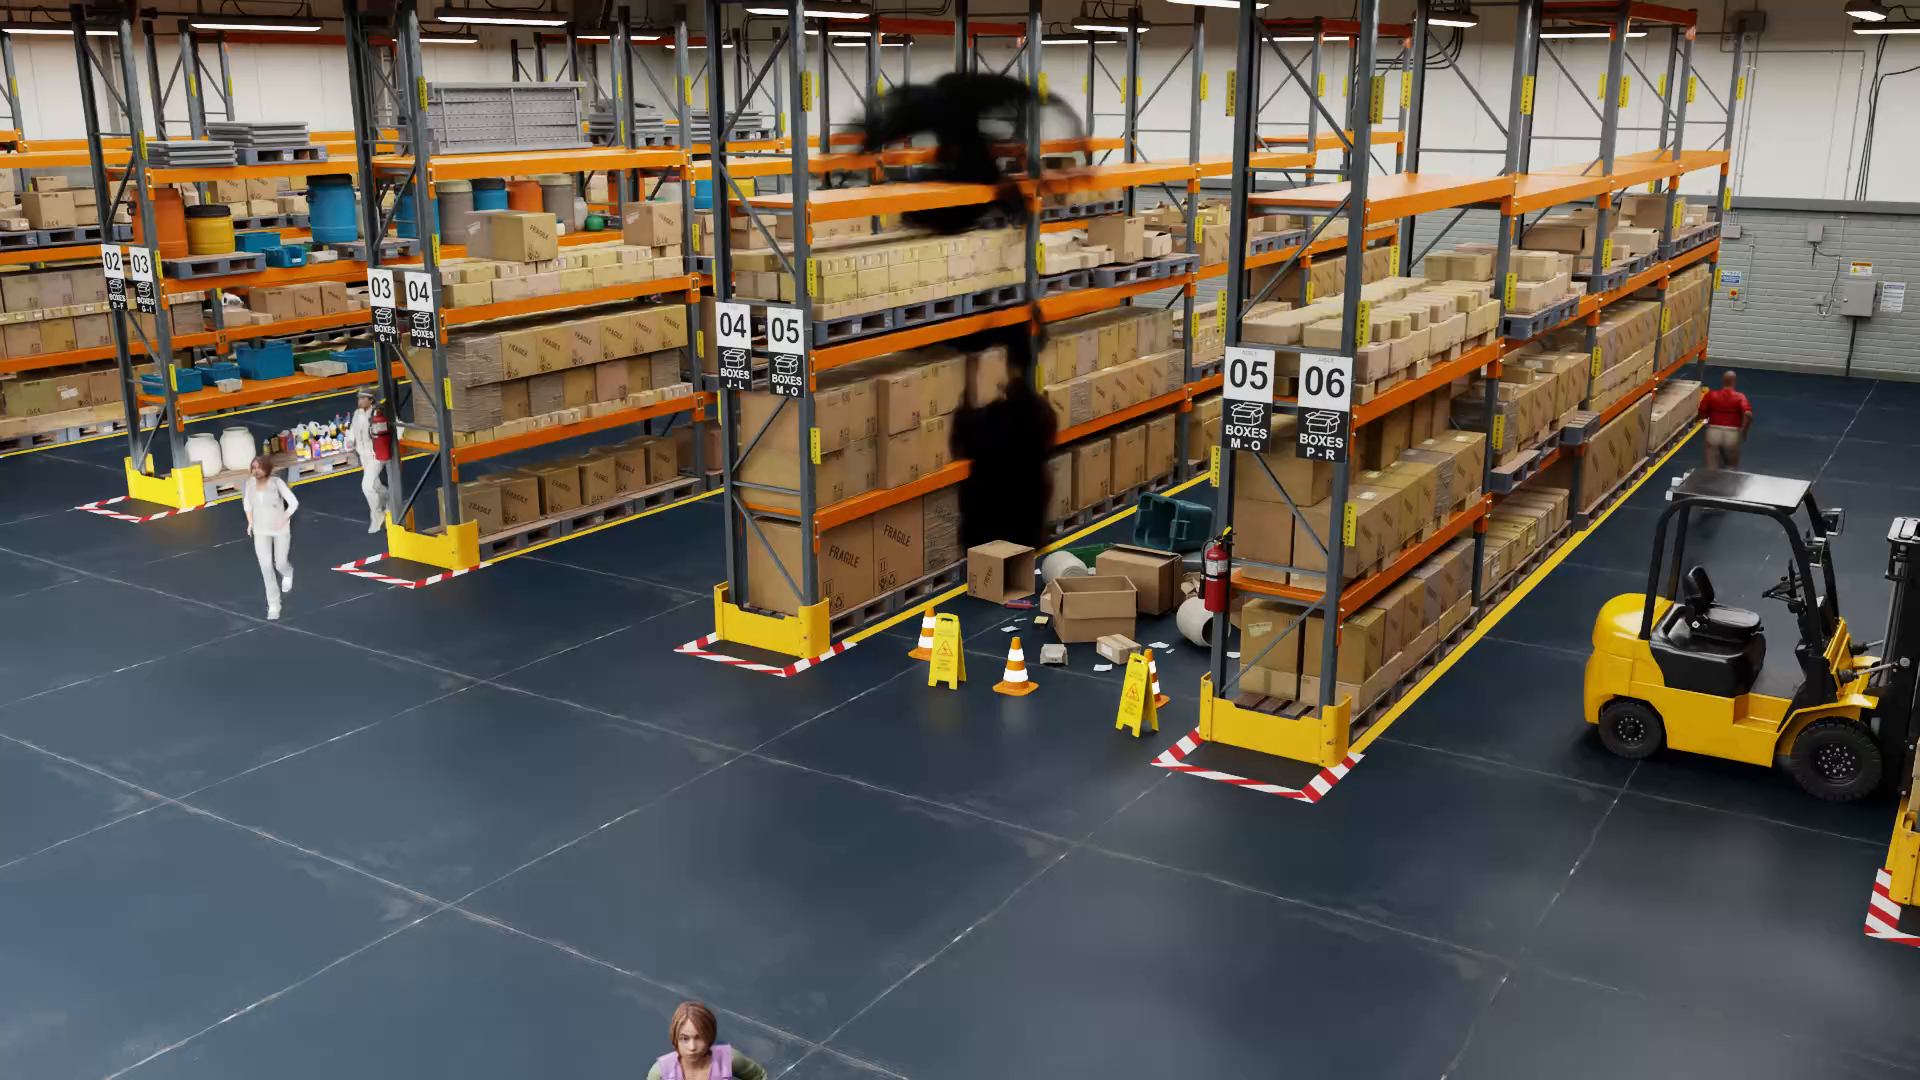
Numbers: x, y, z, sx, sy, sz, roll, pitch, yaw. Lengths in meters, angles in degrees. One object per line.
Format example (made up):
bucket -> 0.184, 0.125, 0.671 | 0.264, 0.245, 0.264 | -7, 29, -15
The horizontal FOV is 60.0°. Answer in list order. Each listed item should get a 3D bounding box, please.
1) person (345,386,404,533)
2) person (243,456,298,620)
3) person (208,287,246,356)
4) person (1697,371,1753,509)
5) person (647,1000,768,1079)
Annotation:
person -> -6.889, -0.957, 19.565 | 0.640, 1.757, 0.716 | 8, 18, 28
person -> -6.825, -0.078, 16.551 | 0.537, 1.610, 0.733 | -2, 16, -8
person -> -13.105, -3.820, 29.665 | 0.575, 1.696, 0.909 | 6, 17, 22
person -> 9.294, -1.171, 20.278 | 0.641, 1.802, 0.745 | 9, 18, 29
person -> -1.045, 2.626, 6.813 | 0.510, 1.564, 0.644 | -1, 16, -3
